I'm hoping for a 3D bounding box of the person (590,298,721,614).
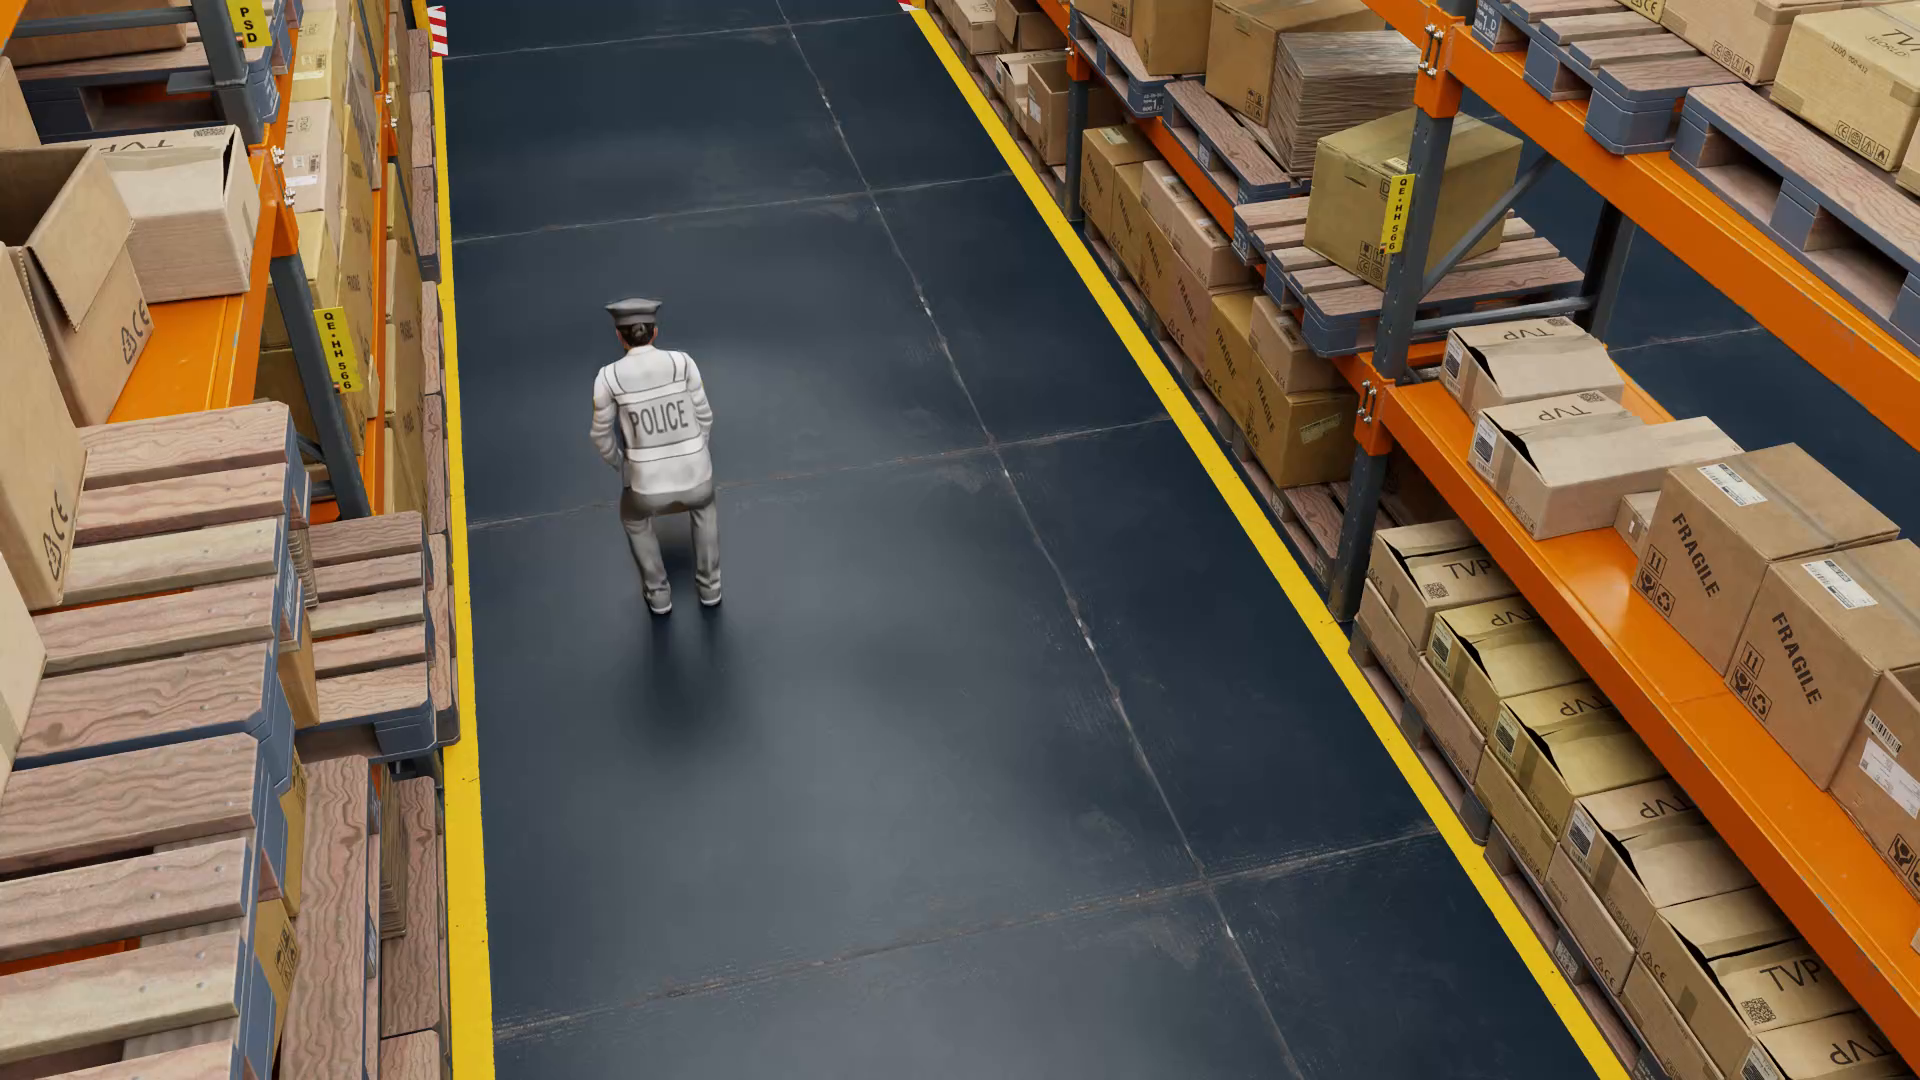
[{"bbox_3d":[-1.333,-0.344,7.324,0.533,1.455,0.654,-9,39,-11],"label":"person"}]
